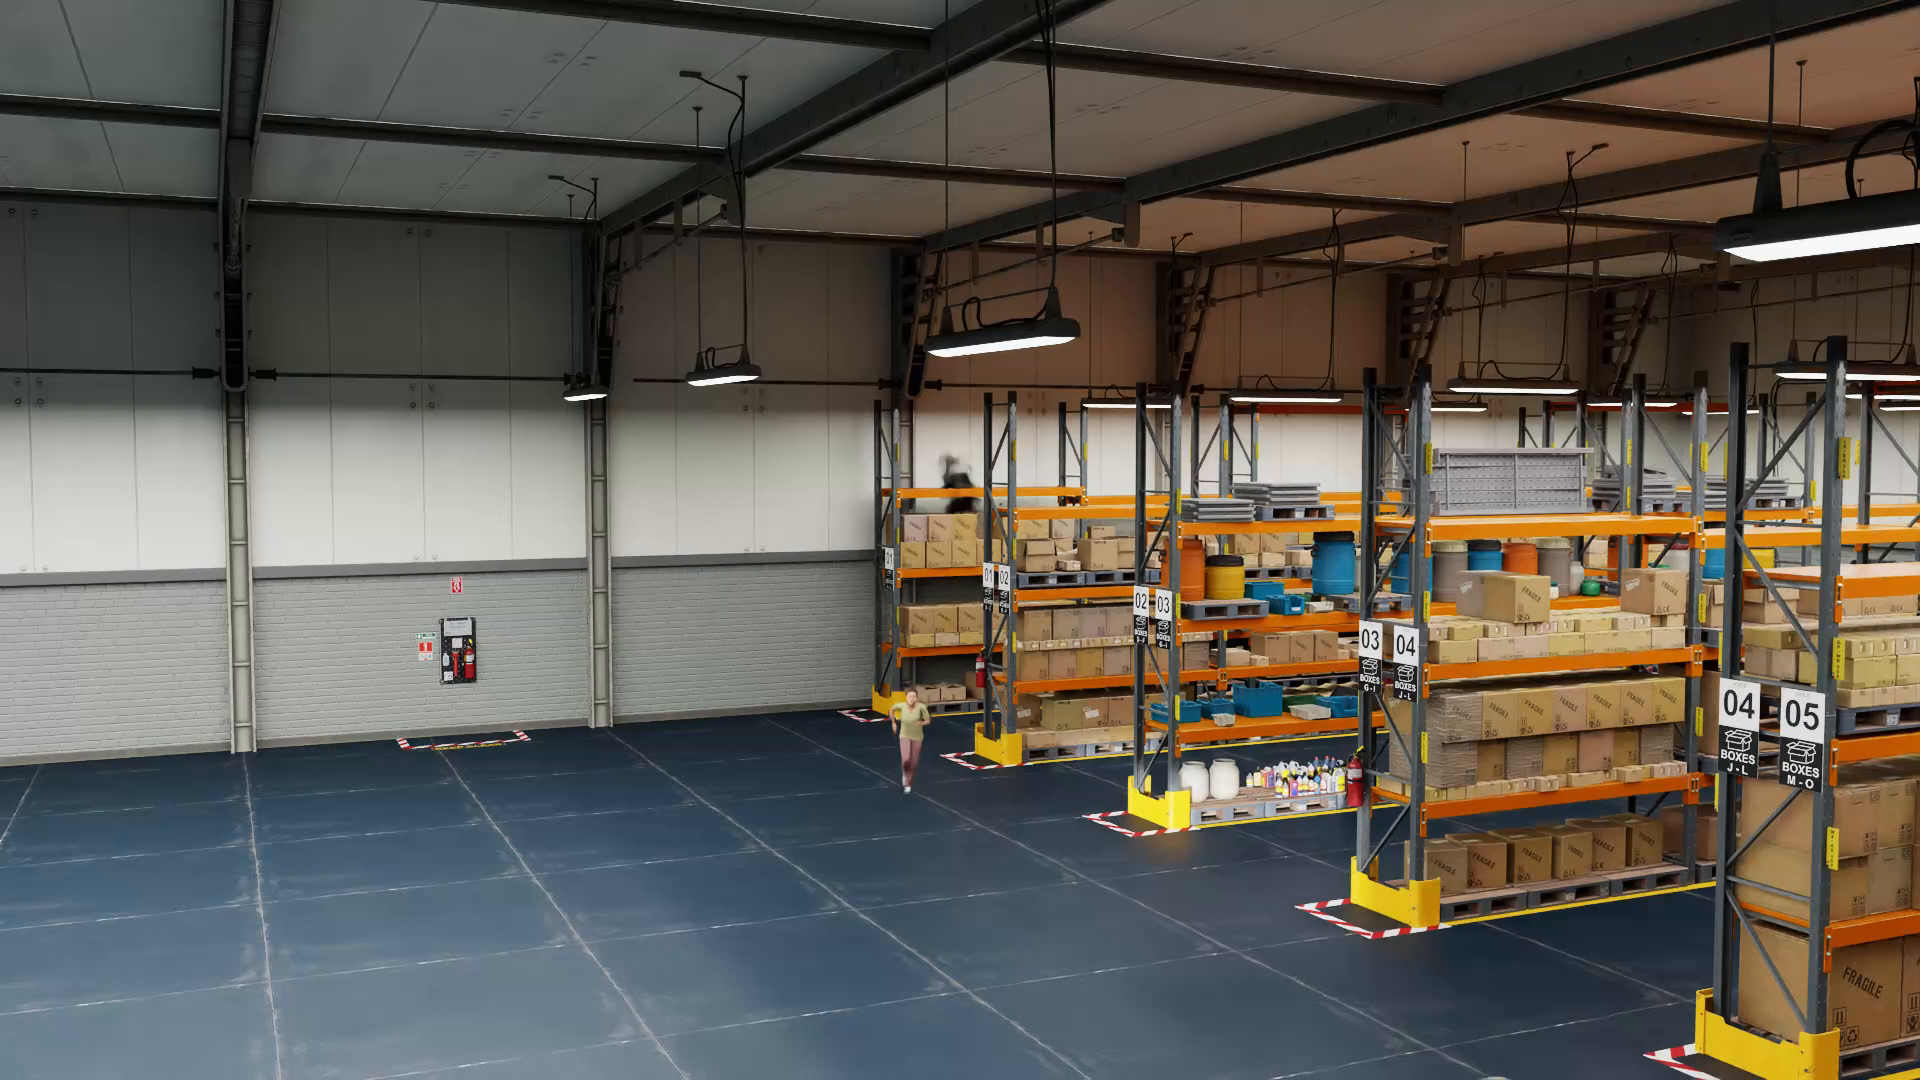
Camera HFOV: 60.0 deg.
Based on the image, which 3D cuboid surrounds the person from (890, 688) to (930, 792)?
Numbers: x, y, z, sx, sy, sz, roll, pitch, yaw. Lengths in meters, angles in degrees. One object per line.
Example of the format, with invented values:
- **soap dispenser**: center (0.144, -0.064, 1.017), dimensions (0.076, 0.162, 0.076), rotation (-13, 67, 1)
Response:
- **person**: center (-0.730, 2.942, 24.390), dimensions (0.569, 1.593, 0.748), rotation (0, 3, -8)
